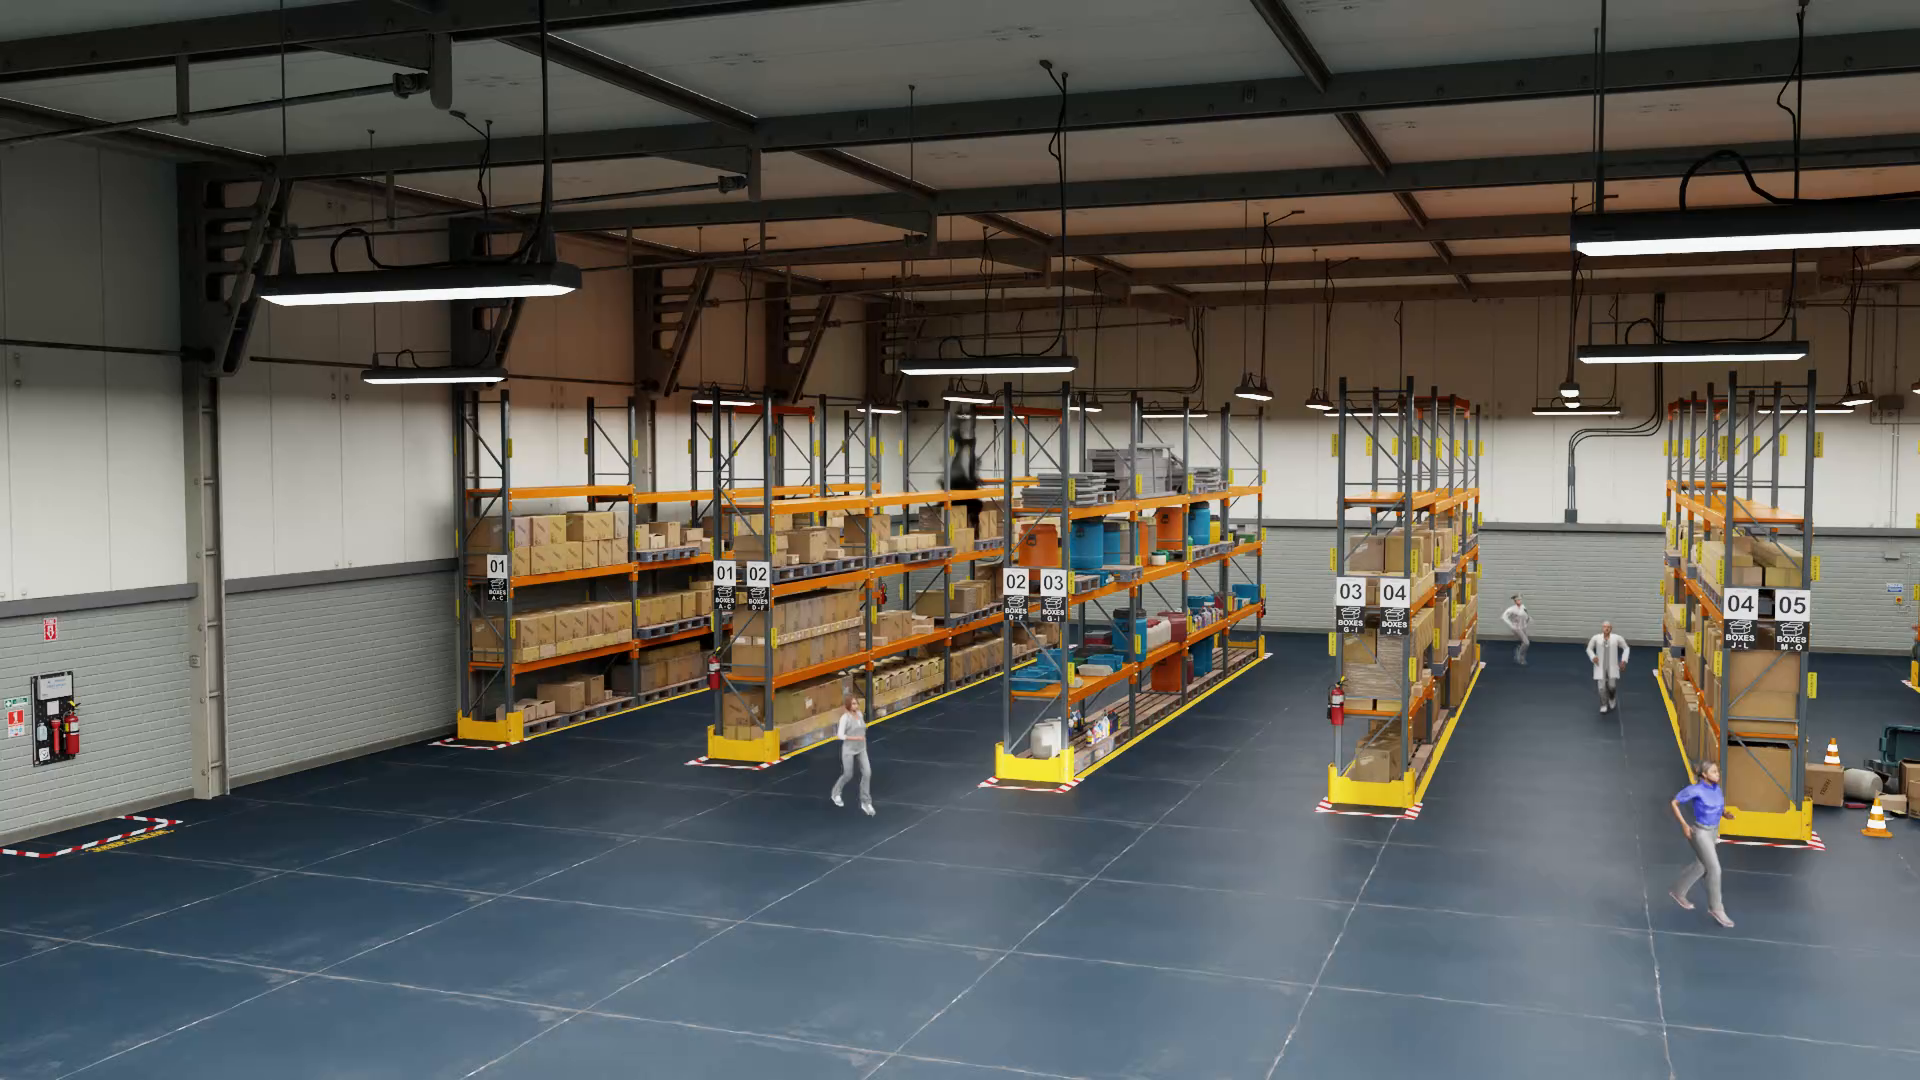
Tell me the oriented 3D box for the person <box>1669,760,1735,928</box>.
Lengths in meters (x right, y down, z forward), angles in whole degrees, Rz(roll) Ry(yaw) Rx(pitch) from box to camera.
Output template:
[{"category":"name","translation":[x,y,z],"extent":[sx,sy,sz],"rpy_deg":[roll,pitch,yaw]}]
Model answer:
[{"category":"person","translation":[7.928,3.185,17.718],"extent":[0.570,1.693,0.809],"rpy_deg":[-2,4,-35]}]

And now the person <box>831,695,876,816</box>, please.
[{"category":"person","translation":[-1.477,2.944,22.888],"extent":[0.545,1.625,0.806],"rpy_deg":[-3,4,-41]}]

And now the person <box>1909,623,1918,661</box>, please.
[{"category":"person","translation":[21.073,2.165,36.165],"extent":[0.753,1.757,0.817],"rpy_deg":[2,4,30]}]

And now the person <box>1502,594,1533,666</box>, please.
[{"category":"person","translation":[12.900,2.072,38.352],"extent":[0.620,1.675,0.635],"rpy_deg":[-2,4,-34]}]

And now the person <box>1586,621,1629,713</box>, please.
[{"category":"person","translation":[12.221,2.406,31.404],"extent":[0.759,1.718,0.660],"rpy_deg":[1,3,23]}]
